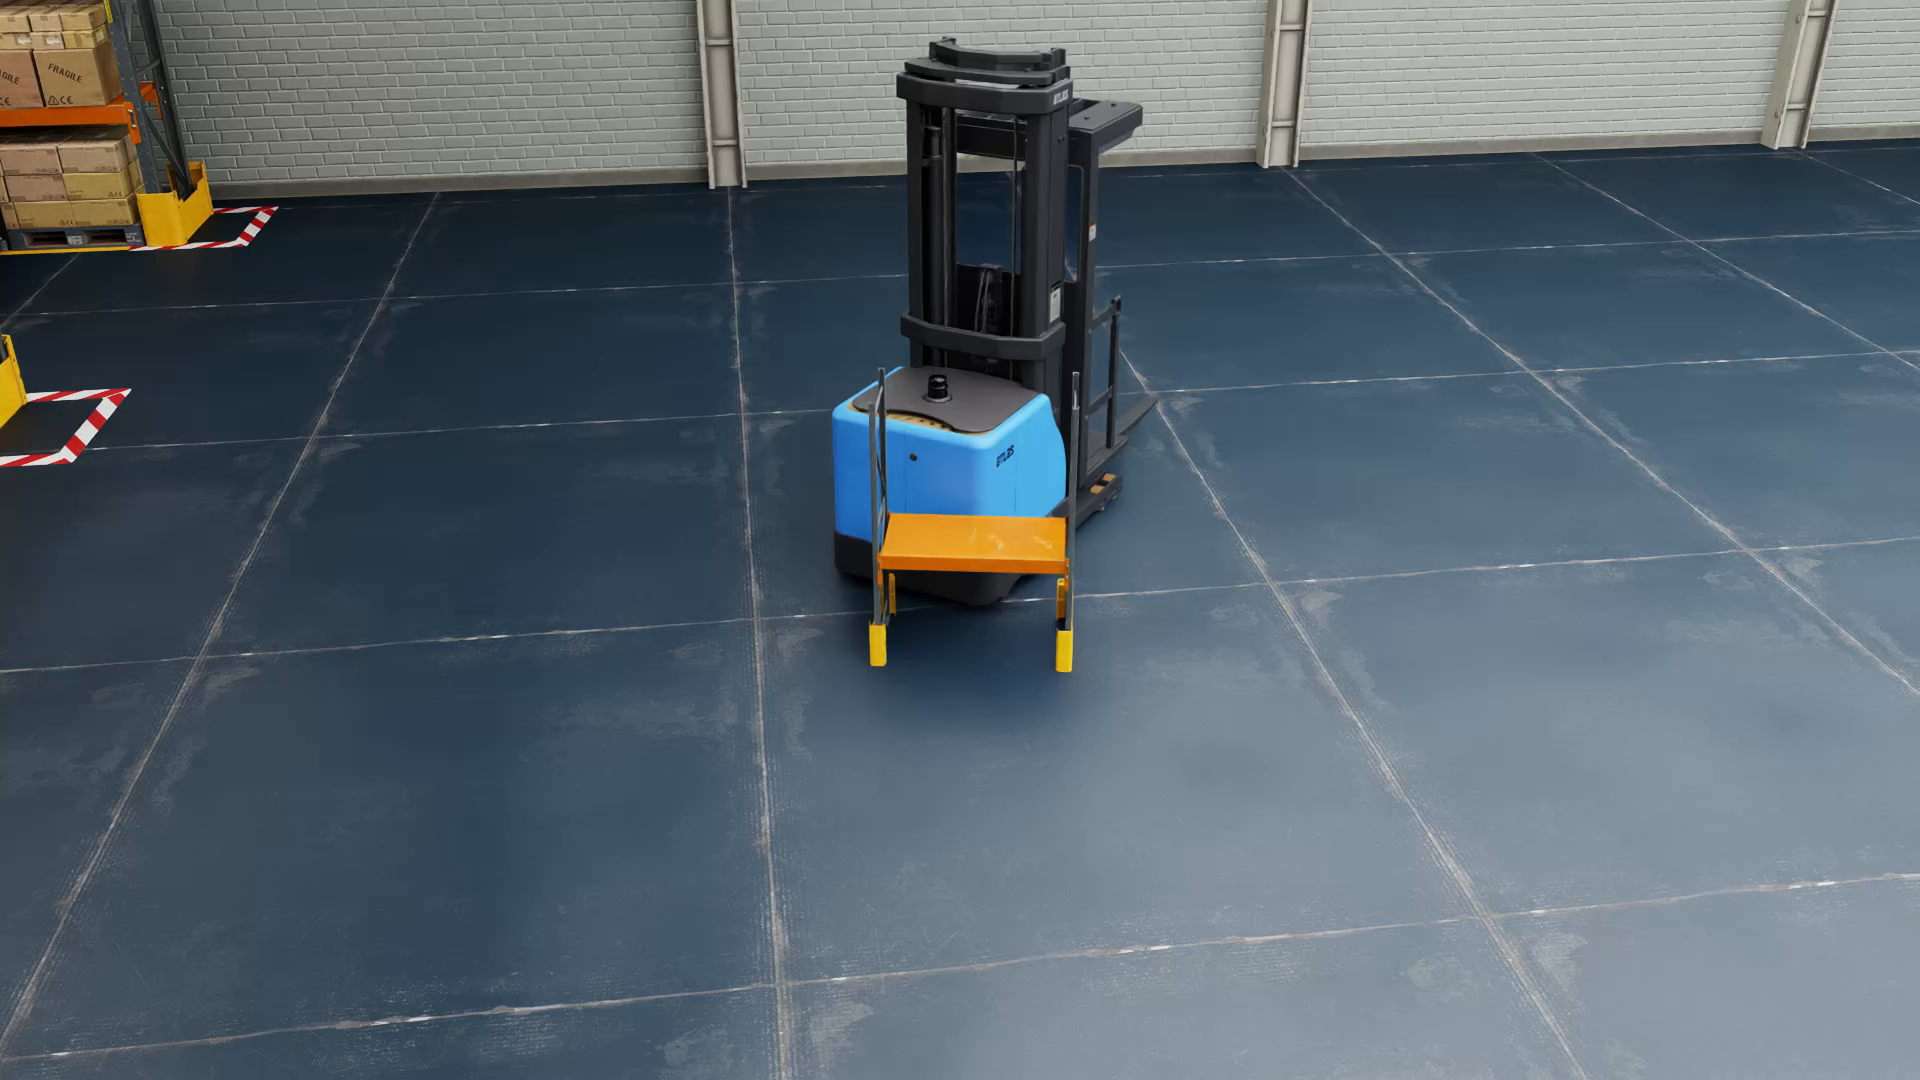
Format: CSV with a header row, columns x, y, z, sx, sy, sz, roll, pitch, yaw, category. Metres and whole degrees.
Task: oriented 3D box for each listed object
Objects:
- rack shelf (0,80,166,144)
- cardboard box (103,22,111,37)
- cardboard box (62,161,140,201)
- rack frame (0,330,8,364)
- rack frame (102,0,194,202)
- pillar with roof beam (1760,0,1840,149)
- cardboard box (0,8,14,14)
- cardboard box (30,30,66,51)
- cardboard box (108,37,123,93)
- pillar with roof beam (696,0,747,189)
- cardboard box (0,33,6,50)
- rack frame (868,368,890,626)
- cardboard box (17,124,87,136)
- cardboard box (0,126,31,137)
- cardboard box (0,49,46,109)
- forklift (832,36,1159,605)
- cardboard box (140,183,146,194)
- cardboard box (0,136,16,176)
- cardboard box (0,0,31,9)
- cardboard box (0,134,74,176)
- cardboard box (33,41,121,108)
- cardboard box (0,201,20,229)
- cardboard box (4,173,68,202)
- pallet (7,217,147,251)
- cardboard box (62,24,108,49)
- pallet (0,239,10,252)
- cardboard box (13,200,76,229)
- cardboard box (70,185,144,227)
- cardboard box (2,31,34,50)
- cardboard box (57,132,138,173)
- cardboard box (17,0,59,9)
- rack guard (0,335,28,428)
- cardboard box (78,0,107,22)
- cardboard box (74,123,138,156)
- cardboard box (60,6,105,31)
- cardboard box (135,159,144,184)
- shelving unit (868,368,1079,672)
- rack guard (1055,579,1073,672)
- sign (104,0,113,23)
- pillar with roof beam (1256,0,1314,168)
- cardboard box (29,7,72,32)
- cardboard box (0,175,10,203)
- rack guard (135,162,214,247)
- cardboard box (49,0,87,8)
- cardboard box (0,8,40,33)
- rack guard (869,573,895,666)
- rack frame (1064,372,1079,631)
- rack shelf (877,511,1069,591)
x,y,z,sx,sy,sz,roll,pitch,yaw,category
-9.560,-3.907,15.367,4.000,0.370,1.077,-4,27,-7,rack shelf
-7.952,-4.783,15.467,0.250,0.149,0.380,-4,27,-8,cardboard box
-8.018,-3.368,15.533,0.500,0.250,0.500,-4,27,-8,cardboard box
-6.885,-2.111,11.078,0.127,3.000,1.000,-4,27,-7,rack frame
-7.580,-4.355,15.451,0.127,3.000,1.000,-4,27,-7,rack frame
10.029,-6.586,13.228,0.400,9.000,9.100,-4,27,-7,pillar with roof beam
-8.657,-4.661,14.903,0.250,0.149,0.380,-4,27,-7,cardboard box
-8.133,-4.509,14.932,0.250,0.149,0.380,-3,27,-6,cardboard box
-8.109,-4.493,15.612,0.500,0.500,0.500,-3,27,-5,cardboard box
-1.854,-5.822,11.740,0.400,9.000,9.100,-4,27,-7,pillar with roof beam
-8.645,-4.510,14.934,0.250,0.149,0.380,-4,27,-7,cardboard box
-0.426,-0.123,8.847,0.032,1.500,0.500,2,27,3,rack frame
-8.576,-3.785,15.797,0.500,0.250,0.500,-4,27,-7,cardboard box
-9.073,-3.758,15.744,0.500,0.250,0.500,-4,27,-7,cardboard box
-8.546,-4.220,15.080,0.500,0.500,0.500,-3,27,-5,cardboard box
0.398,-1.576,10.111,1.130,2.935,3.031,14,30,25,forklift
-8.093,-3.375,16.094,0.500,0.250,0.500,-4,27,-7,cardboard box
-8.995,-3.521,15.283,0.500,0.250,0.500,-3,27,-6,cardboard box
-8.713,-4.862,15.293,0.250,0.149,0.380,-4,27,-7,cardboard box
-8.497,-3.558,15.354,0.500,0.250,0.500,-3,27,-6,cardboard box
-8.030,-4.249,15.136,0.500,0.500,0.500,-4,27,-8,cardboard box
-8.991,-3.090,15.539,0.500,0.250,0.500,-3,27,-7,cardboard box
-8.516,-3.341,15.480,0.500,0.250,0.500,-4,27,-8,cardboard box
-8.331,-3.046,15.956,1.213,0.211,1.003,-4,27,-7,pallet
-7.884,-4.539,14.990,0.250,0.149,0.380,-3,27,-6,cardboard box
-9.537,-2.970,15.808,1.213,0.211,1.003,-4,27,-7,pallet
-8.495,-3.118,15.593,0.500,0.250,0.500,-4,27,-7,cardboard box
-8.001,-3.145,15.646,0.500,0.250,0.500,-3,27,-7,cardboard box
-8.398,-4.521,14.954,0.250,0.149,0.380,-3,27,-6,cardboard box
-7.992,-3.593,15.423,0.500,0.250,0.500,-3,27,-5,cardboard box
-8.465,-4.871,15.311,0.250,0.149,0.380,-3,27,-6,cardboard box
-6.960,-0.994,11.640,0.348,0.500,1.175,-4,27,-7,rack guard
-7.942,-4.895,15.359,0.250,0.149,0.380,-4,27,-8,cardboard box
-8.082,-3.818,15.862,0.500,0.250,0.500,-4,27,-8,cardboard box
-7.905,-4.702,14.982,0.250,0.149,0.380,-4,27,-7,cardboard box
-8.074,-3.605,15.993,0.500,0.250,0.500,-3,27,-6,cardboard box
0.072,-0.109,8.819,1.083,1.500,0.587,2,27,3,shelving unit
0.569,0.461,9.077,0.087,0.250,0.587,2,27,3,rack guard
-7.518,-4.729,14.653,0.005,0.325,0.100,-4,27,-7,sign
4.088,-6.204,12.484,0.400,9.000,9.100,-4,27,-7,pillar with roof beam
-8.145,-4.672,14.924,0.250,0.149,0.380,-4,27,-7,cardboard box
-9.025,-3.299,15.398,0.500,0.250,0.500,-4,27,-8,cardboard box
-7.556,-3.244,16.025,0.348,0.500,1.175,-4,27,-7,rack guard
-8.214,-4.907,15.381,0.250,0.149,0.380,-3,27,-5,cardboard box
-8.400,-4.643,14.868,0.250,0.149,0.380,-3,27,-6,cardboard box
-0.425,0.433,9.132,0.087,0.250,0.587,2,27,3,rack guard
0.589,-0.094,8.791,0.032,1.500,0.500,2,27,3,rack frame
0.081,0.051,8.901,1.000,0.185,0.538,2,27,3,rack shelf
